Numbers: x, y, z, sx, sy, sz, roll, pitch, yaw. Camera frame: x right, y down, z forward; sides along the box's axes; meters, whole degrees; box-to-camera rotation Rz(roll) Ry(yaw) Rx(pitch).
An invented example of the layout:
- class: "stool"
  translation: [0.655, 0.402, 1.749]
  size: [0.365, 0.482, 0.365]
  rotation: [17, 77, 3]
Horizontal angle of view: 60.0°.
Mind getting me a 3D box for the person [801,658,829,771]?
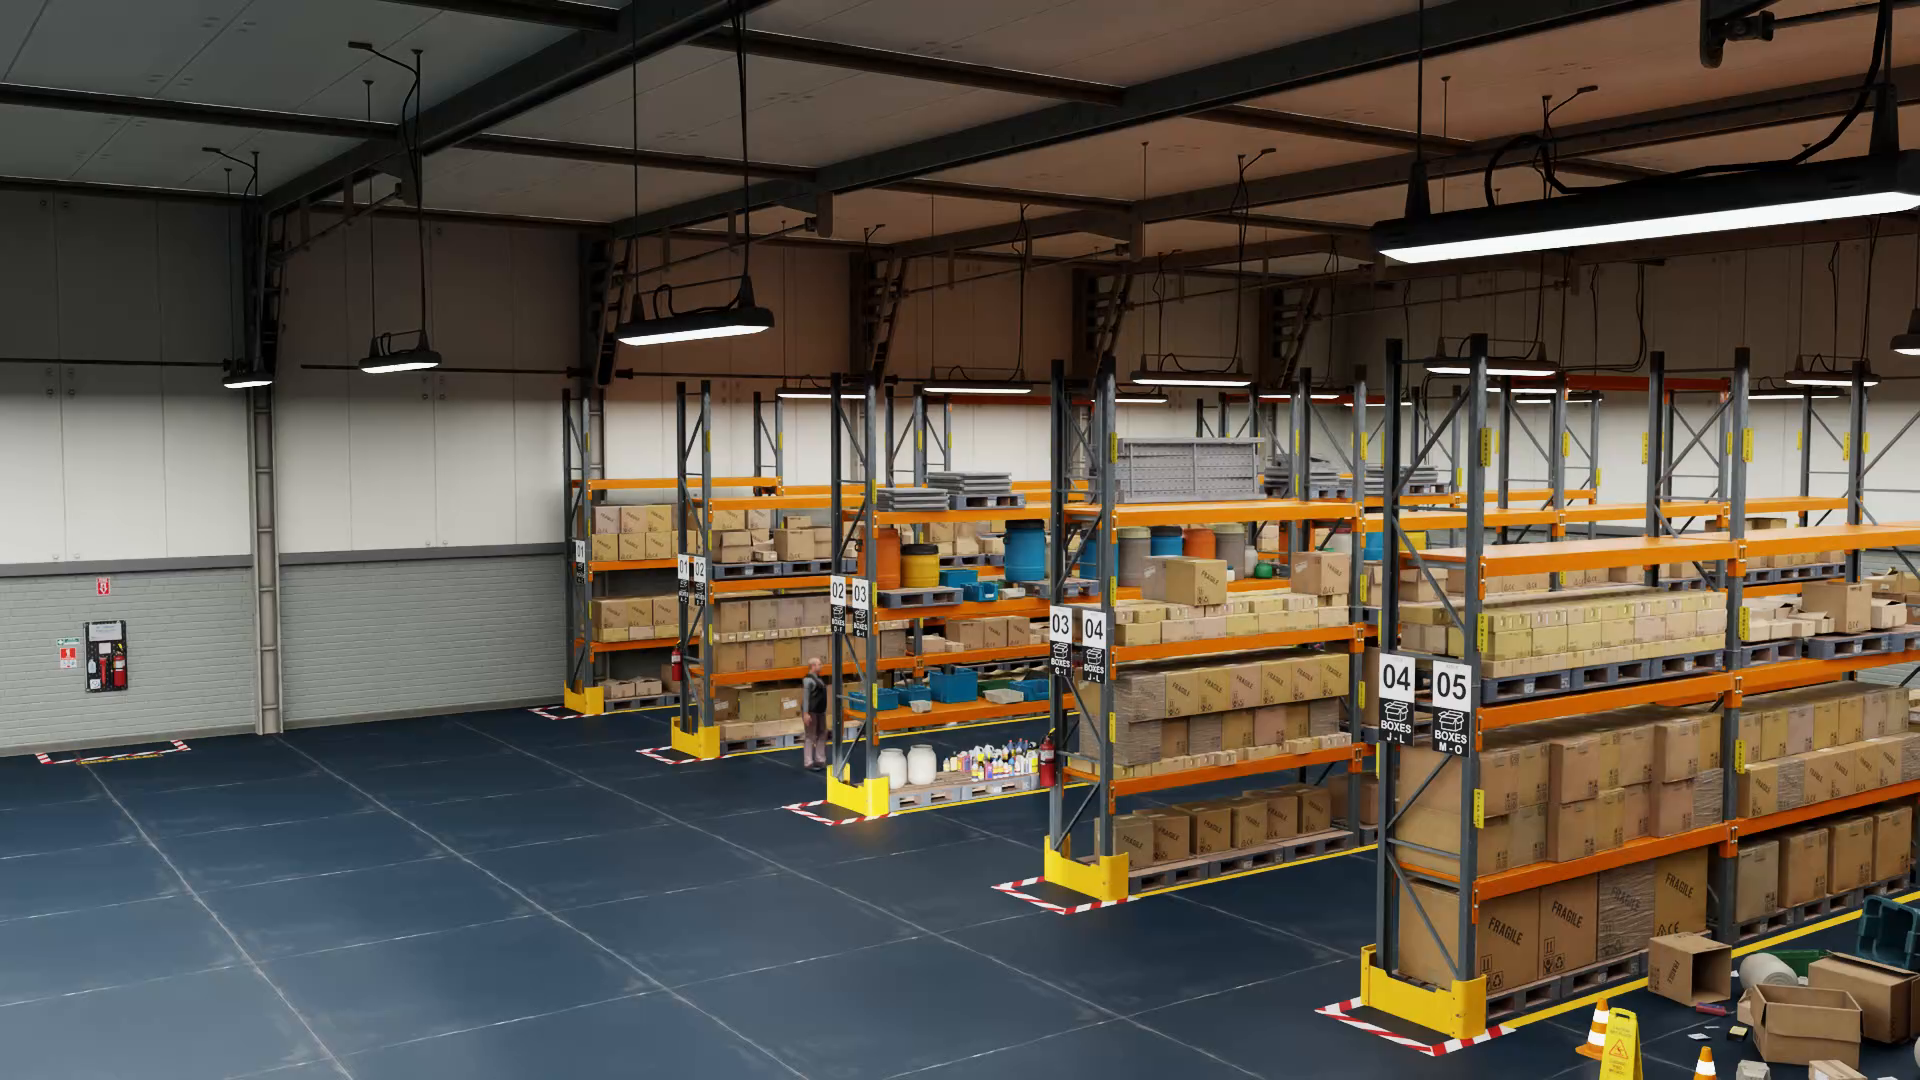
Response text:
- class: "person"
  translation: [-2.222, 2.689, 25.540]
  size: [0.407, 1.764, 0.601]
  rotation: [1, 4, 21]
